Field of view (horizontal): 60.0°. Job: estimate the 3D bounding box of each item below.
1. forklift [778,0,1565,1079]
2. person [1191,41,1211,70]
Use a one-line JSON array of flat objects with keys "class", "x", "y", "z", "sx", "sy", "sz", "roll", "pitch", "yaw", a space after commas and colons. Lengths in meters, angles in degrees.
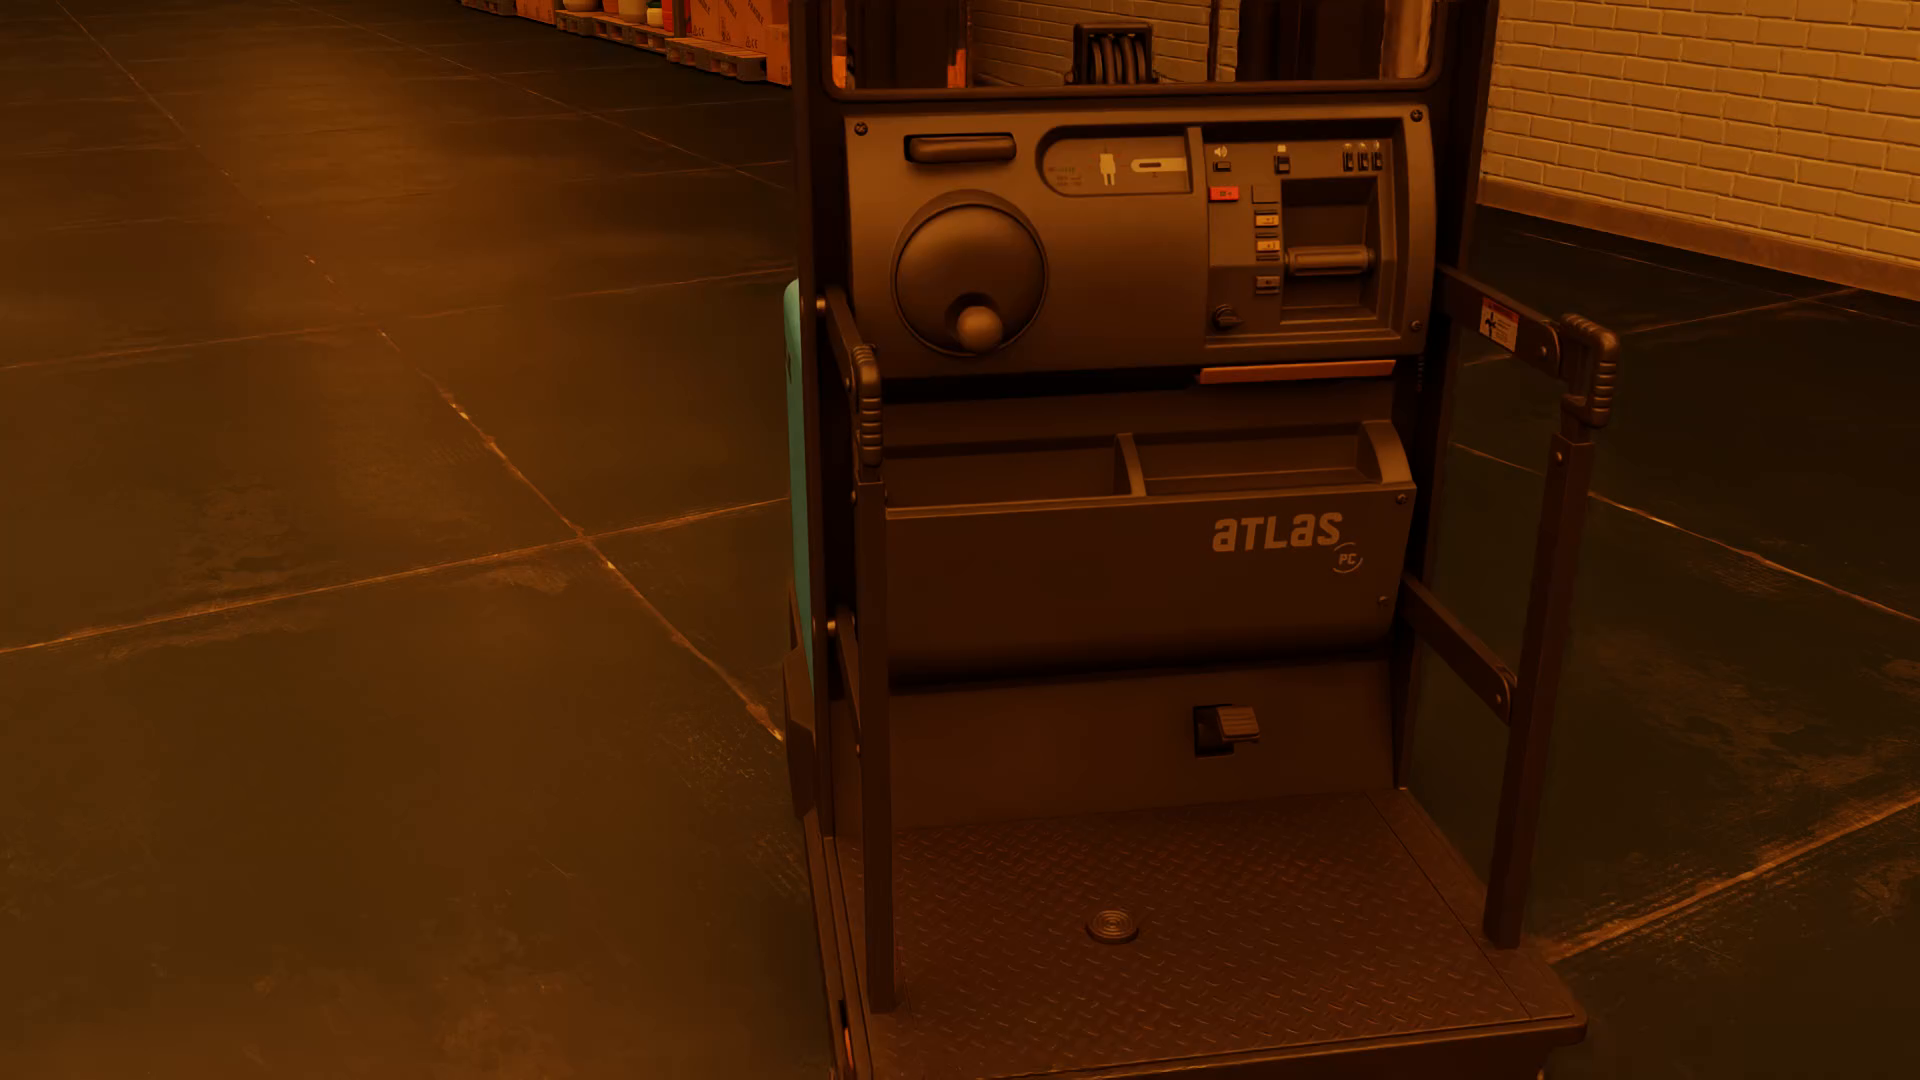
[{"class": "forklift", "x": 0.302, "y": -0.514, "z": 2.526, "sx": 1.130, "sy": 2.935, "sz": 3.031, "roll": -3, "pitch": 23, "yaw": -8}, {"class": "person", "x": 0.647, "y": -0.579, "z": 4.569, "sx": 0.626, "sy": 1.547, "sz": 0.877, "roll": -13, "pitch": 26, "yaw": -29}]
